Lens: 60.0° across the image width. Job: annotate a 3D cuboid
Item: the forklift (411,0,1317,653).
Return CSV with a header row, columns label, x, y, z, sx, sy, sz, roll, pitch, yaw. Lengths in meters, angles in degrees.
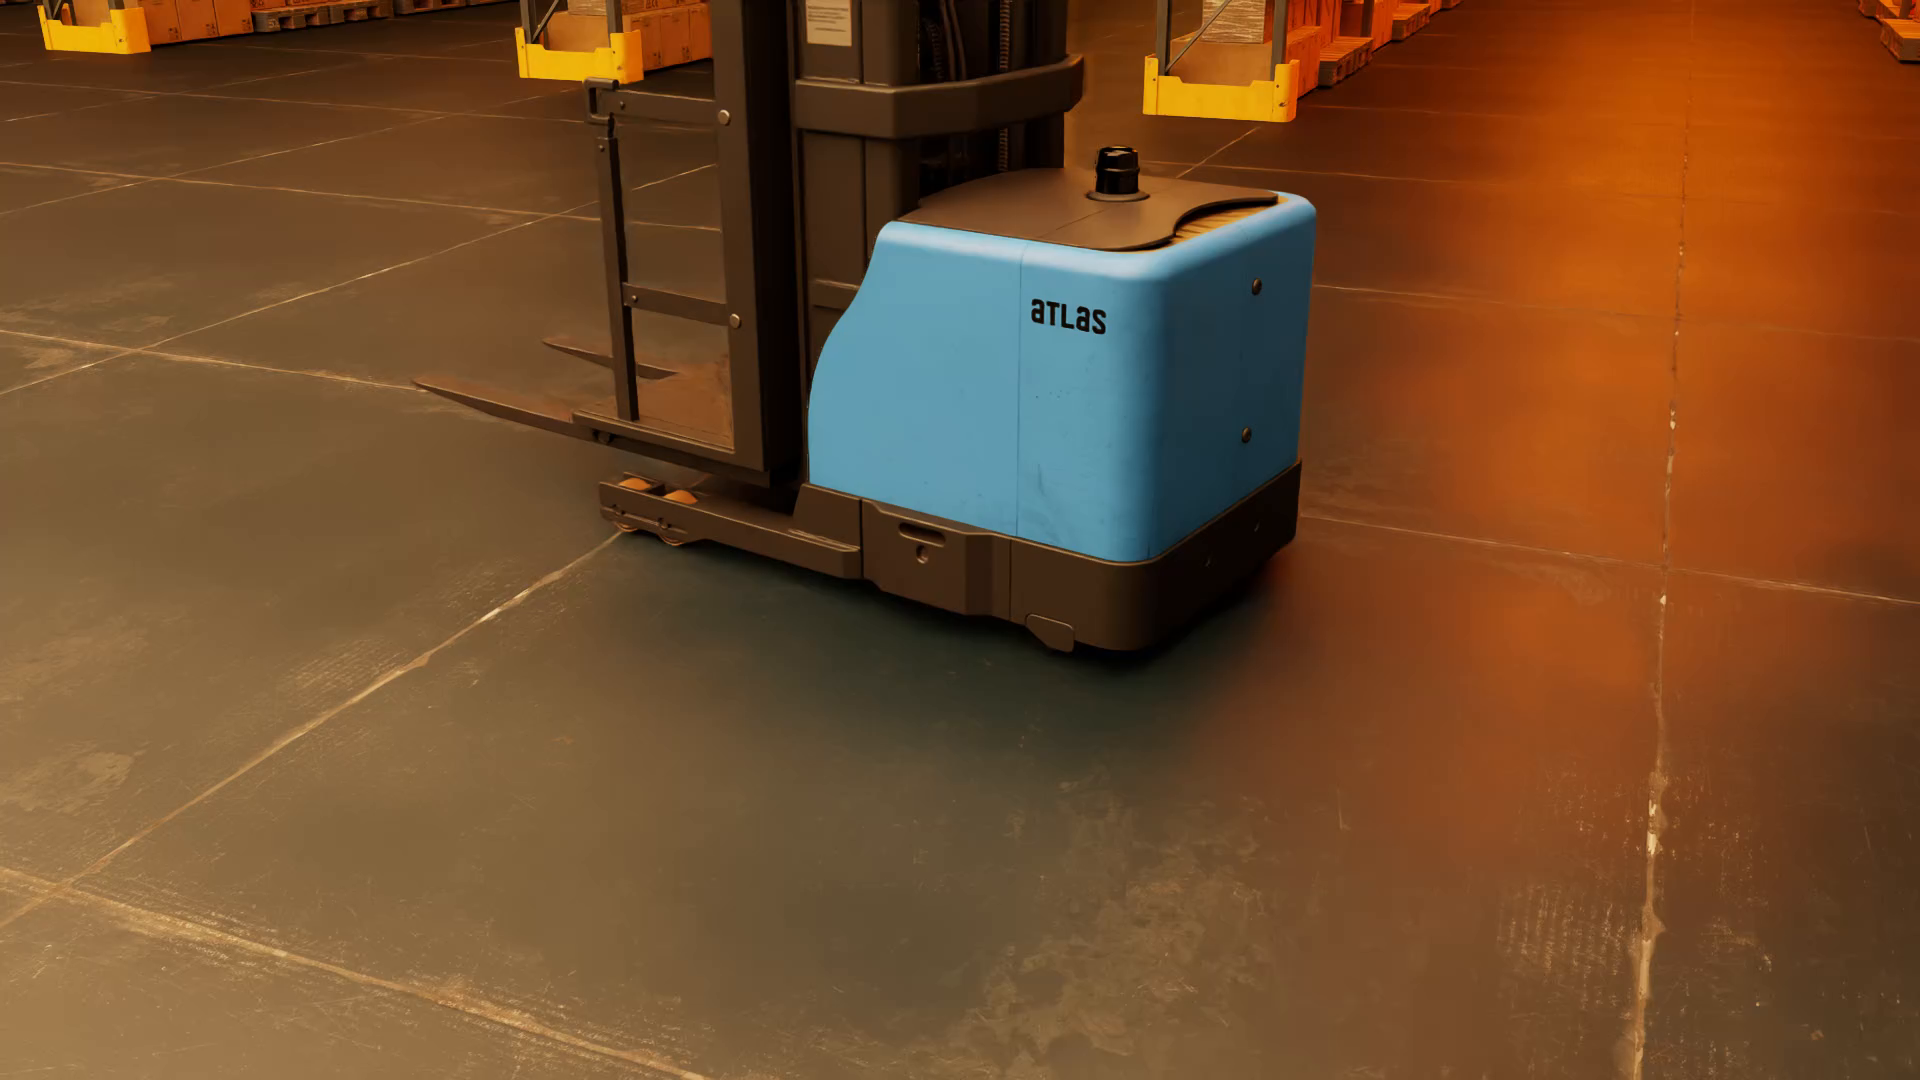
label,x,y,z,sx,sy,sz,roll,pitch,yaw
forklift,-0.504,-1.485,4.845,3.031,2.935,1.130,15,27,32
